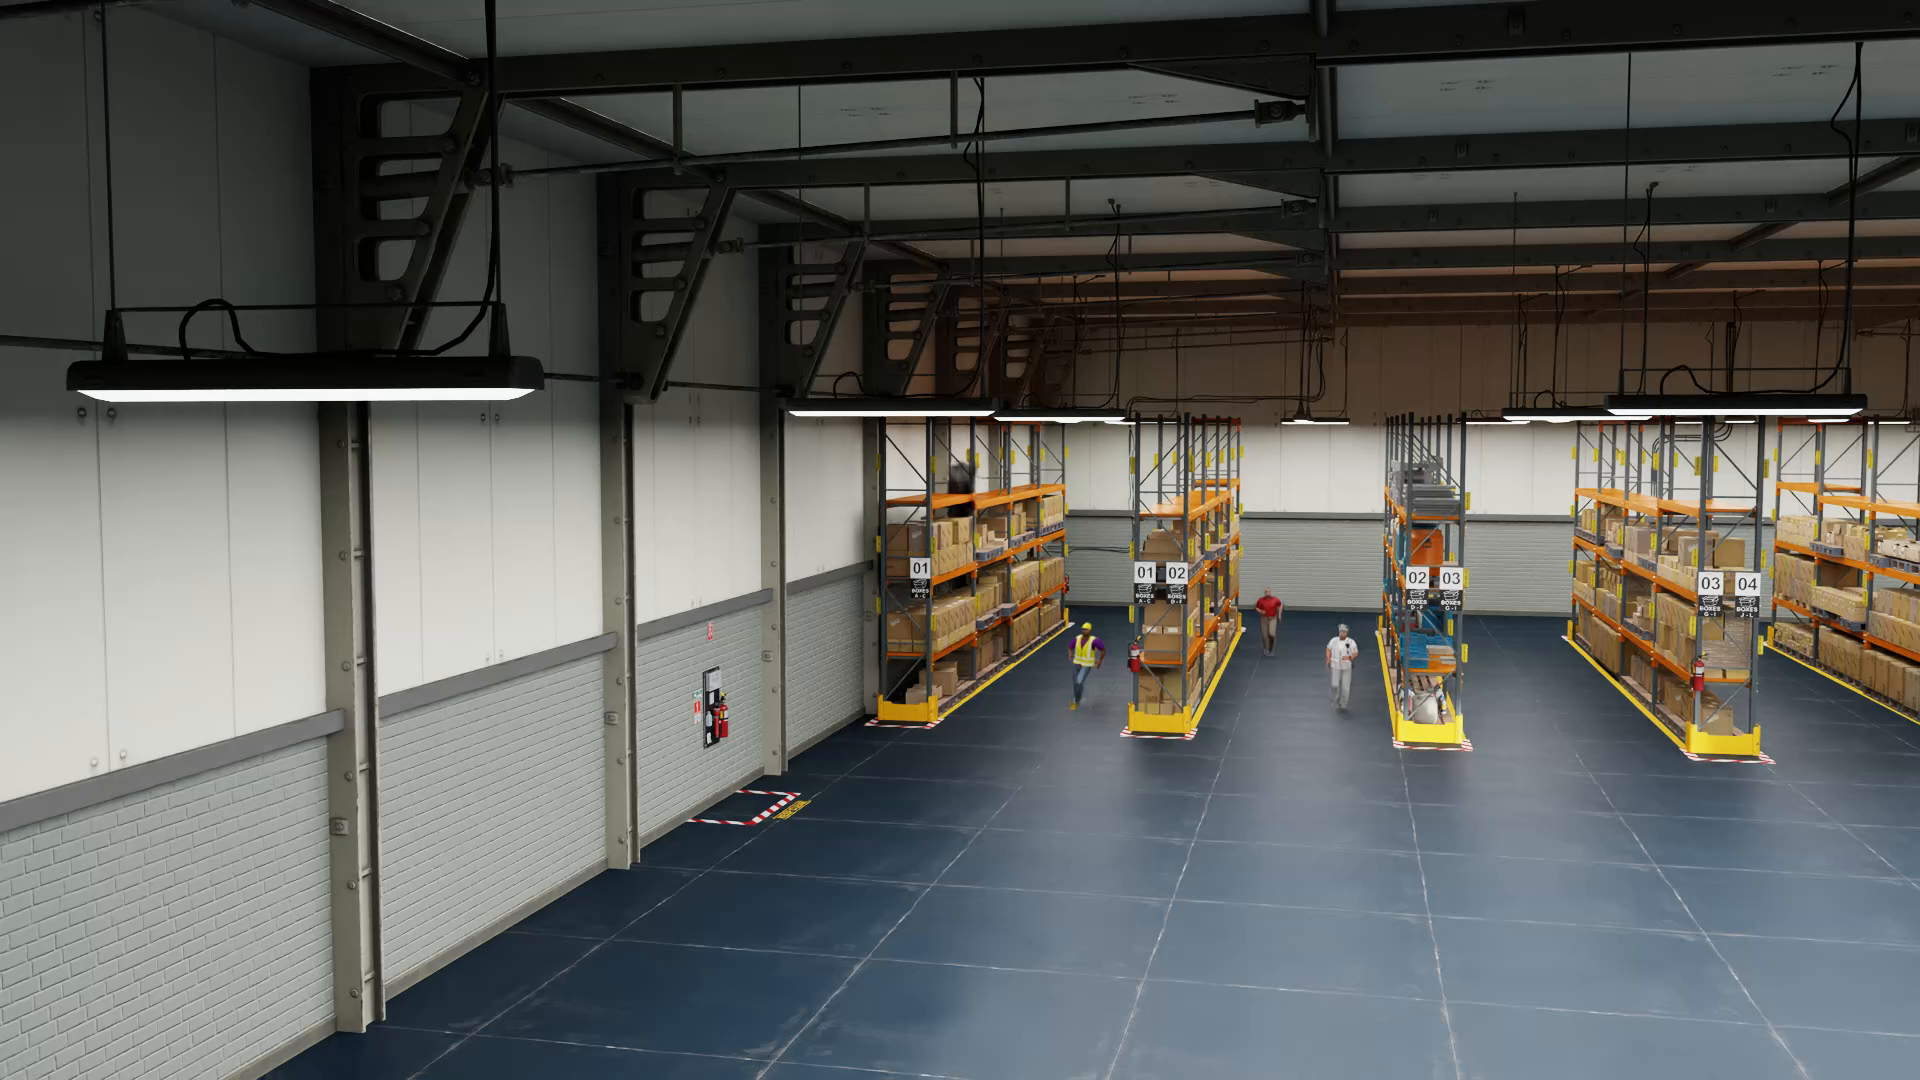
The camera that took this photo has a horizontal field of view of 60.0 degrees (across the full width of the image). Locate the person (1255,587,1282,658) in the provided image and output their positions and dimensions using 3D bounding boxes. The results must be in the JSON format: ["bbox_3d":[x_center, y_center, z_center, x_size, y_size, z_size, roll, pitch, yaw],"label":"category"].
[{"bbox_3d":[7.702,2.082,41.542,0.640,1.737,0.829,1,4,15],"label":"person"}]

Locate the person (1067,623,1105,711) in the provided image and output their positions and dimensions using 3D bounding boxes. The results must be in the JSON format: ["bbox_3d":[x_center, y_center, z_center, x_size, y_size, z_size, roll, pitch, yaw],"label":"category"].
[{"bbox_3d":[2.516,2.570,33.833,0.769,1.790,0.758,2,4,29],"label":"person"}]

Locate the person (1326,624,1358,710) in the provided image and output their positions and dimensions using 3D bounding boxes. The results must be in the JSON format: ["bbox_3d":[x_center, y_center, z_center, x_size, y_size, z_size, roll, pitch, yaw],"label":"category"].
[{"bbox_3d":[7.697,2.571,33.538,0.631,1.754,0.660,1,4,15],"label":"person"}]
